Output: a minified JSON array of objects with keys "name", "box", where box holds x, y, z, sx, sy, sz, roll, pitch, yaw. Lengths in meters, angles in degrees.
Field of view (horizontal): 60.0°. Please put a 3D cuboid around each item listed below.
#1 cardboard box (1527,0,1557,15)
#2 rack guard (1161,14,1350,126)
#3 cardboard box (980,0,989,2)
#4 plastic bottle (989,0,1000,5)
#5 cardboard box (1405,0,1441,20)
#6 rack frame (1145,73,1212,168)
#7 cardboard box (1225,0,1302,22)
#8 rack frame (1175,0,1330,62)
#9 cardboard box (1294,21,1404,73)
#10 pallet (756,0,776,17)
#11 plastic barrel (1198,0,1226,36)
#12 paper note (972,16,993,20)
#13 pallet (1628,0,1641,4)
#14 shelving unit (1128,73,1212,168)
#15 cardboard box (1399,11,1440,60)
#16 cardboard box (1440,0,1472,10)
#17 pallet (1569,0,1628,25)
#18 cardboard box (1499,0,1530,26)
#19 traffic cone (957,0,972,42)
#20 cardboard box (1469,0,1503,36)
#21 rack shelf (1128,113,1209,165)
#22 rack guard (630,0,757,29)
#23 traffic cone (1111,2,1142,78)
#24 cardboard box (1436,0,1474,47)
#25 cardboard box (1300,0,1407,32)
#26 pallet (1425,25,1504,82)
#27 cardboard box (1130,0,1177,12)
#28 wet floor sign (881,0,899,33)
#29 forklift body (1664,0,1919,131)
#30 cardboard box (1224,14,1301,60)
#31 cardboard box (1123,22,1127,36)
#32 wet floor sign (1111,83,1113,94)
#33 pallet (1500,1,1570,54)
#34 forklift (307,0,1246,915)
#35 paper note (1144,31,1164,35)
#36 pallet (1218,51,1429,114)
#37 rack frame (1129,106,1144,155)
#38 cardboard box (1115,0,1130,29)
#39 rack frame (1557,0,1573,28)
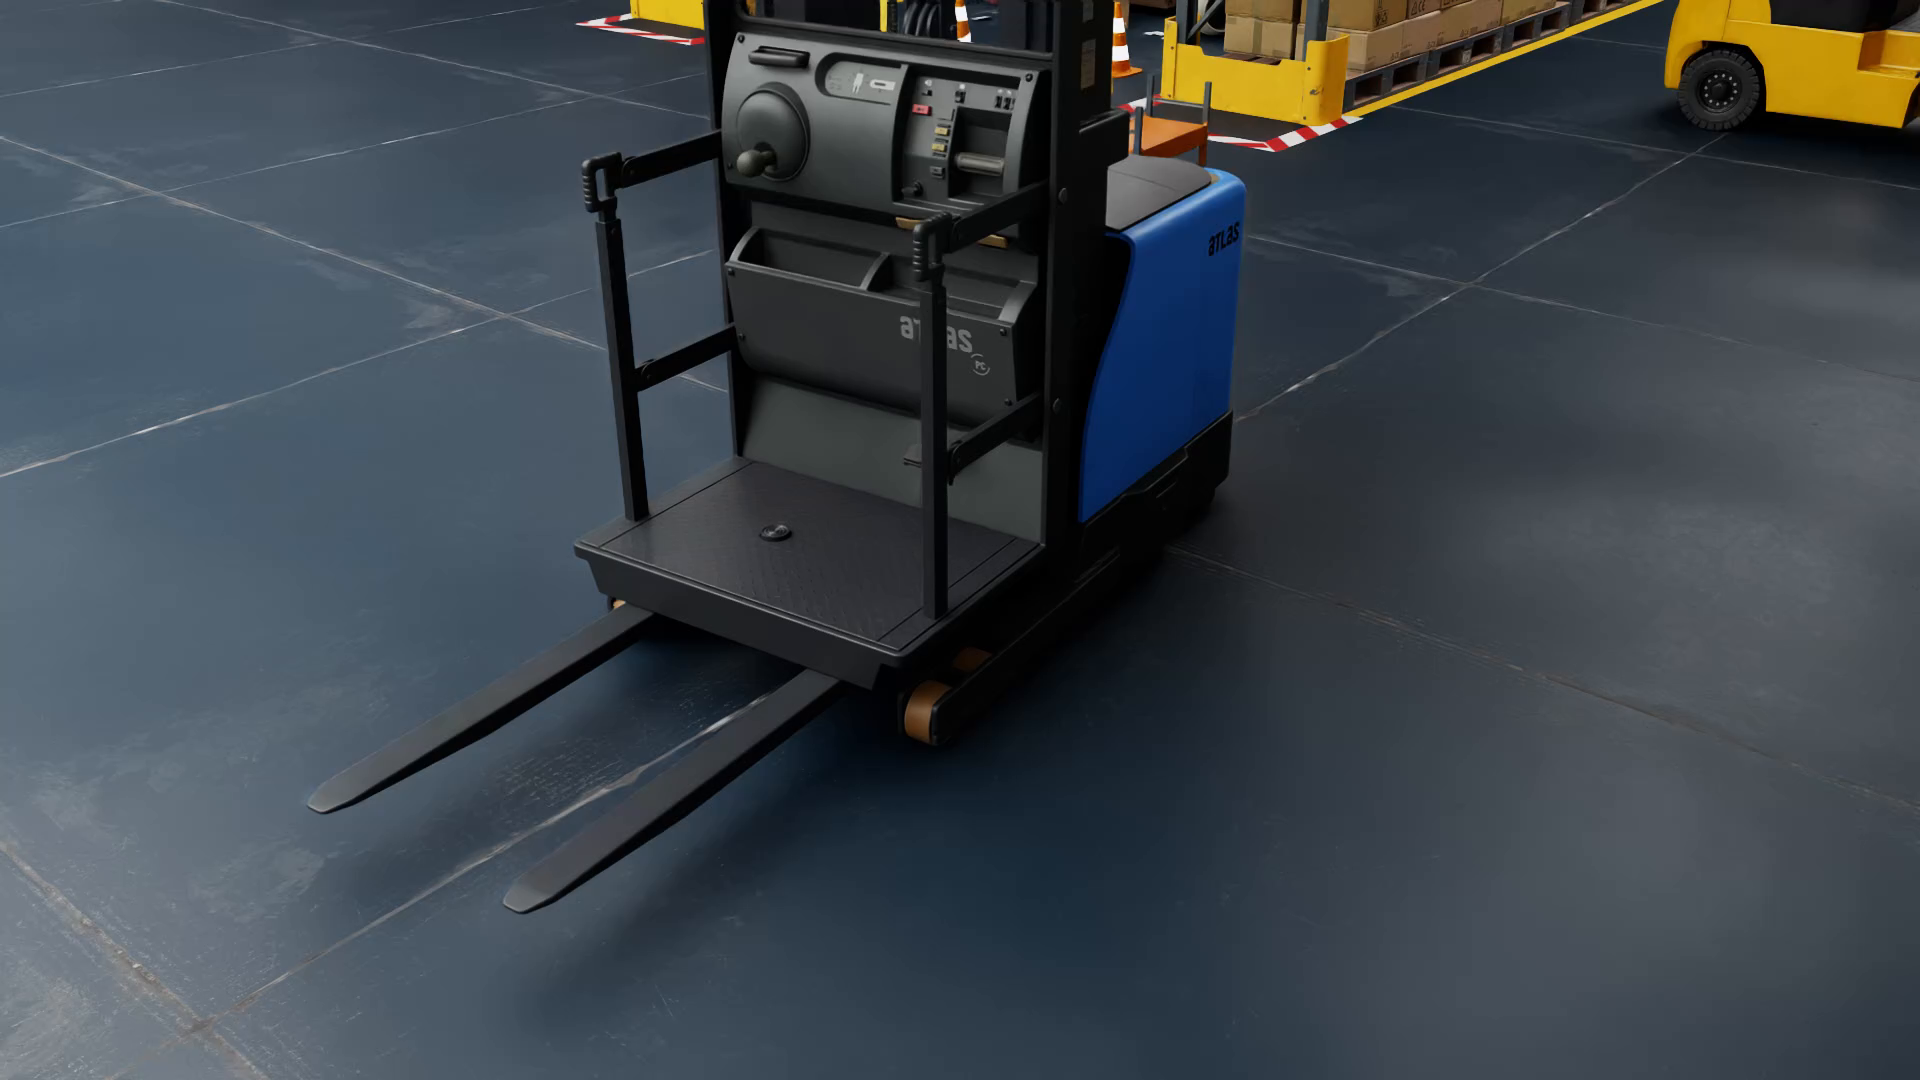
[{"name":"cardboard box","box":[4.159,-4.137,12.518,0.500,0.250,0.500,23,35,37]},{"name":"rack guard","box":[1.831,-2.958,10.424,1.175,0.500,0.348,21,34,34]},{"name":"cardboard box","box":[0.248,-4.911,14.197,0.500,0.500,0.500,-21,34,-35]},{"name":"plastic bottle","box":[0.396,-4.511,13.904,0.283,0.061,0.133,9,29,17]},{"name":"cardboard box","box":[2.853,-3.740,10.935,0.500,0.500,0.500,19,33,33]},{"name":"rack frame","box":[0.747,-1.048,5.969,0.240,1.200,0.015,17,31,30]},{"name":"cardboard box","box":[2.091,-3.700,10.857,0.500,0.500,0.500,21,34,35]},{"name":"rack frame","box":[1.783,-4.042,9.798,1.000,3.000,0.127,21,34,34]},{"name":"cardboard box","box":[2.509,-3.212,10.730,0.500,0.250,0.500,20,34,34]},{"name":"pallet","box":[-1.653,-4.520,13.758,1.003,0.211,1.213,21,34,34]},{"name":"plastic barrel","box":[1.929,-4.072,12.661,0.421,0.421,0.512,-5,28,-9]},{"name":"paper note","box":[0.180,-4.178,13.295,0.142,0.017,0.144,-15,31,-27]},{"name":"pallet","box":[5.597,-4.932,14.554,1.003,0.211,1.213,21,34,34]},{"name":"shelving unit","box":[0.611,-0.958,5.788,0.258,1.200,0.503,17,31,30]},{"name":"cardboard box","box":[2.840,-3.391,11.075,0.500,0.250,0.500,22,35,36]},{"name":"cardboard box","box":[3.179,-3.916,11.274,0.500,0.500,0.500,22,34,35]},{"name":"pallet","box":[4.821,-4.498,13.715,1.003,0.211,1.213,21,34,34]},{"name":"cardboard box","box":[3.828,-3.945,12.147,0.500,0.250,0.500,20,33,33]},{"name":"traffic cone","box":[-0.012,-3.648,11.798,0.336,0.463,0.334,21,34,34]},{"name":"cardboard box","box":[3.501,-3.766,11.801,0.500,0.250,0.500,21,34,35]},{"name":"rack shelf","box":[0.615,-1.310,5.612,0.258,0.148,0.480,17,31,30]},{"name":"rack guard","box":[-2.116,-4.334,13.083,1.175,0.500,0.348,21,34,34]},{"name":"traffic cone","box":[1.061,-3.444,11.404,0.336,0.463,0.334,21,34,34]},{"name":"cardboard box","box":[3.177,-3.588,11.457,0.500,0.250,0.500,24,35,38]},{"name":"cardboard box","box":[2.524,-3.554,10.574,0.500,0.500,0.500,19,33,33]},{"name":"pallet","box":[3.152,-3.538,11.860,1.003,0.211,1.213,21,34,34]},{"name":"cardboard box","box":[1.535,-4.690,13.620,0.797,0.637,0.503,21,34,34]},{"name":"wet floor sign","box":[-0.591,-3.818,11.928,0.267,0.644,0.232,15,31,26]},{"name":"forklift body","box":[5.414,-3.421,9.522,2.313,2.155,1.214,21,34,34]},{"name":"cardboard box","box":[2.105,-3.381,11.056,0.500,0.250,0.500,21,34,34]},{"name":"cardboard box","box":[1.058,-3.830,12.492,0.250,0.149,0.380,-10,29,-18]},{"name":"wet floor sign","box":[0.836,-3.241,10.813,0.232,0.644,0.267,-15,31,-27]},{"name":"pallet","box":[3.927,-3.973,12.700,1.003,0.211,1.213,21,34,34]},{"name":"forklift","box":[-0.332,-1.024,4.040,1.130,2.935,3.031,17,32,29]},{"name":"paper note","box":[1.504,-3.892,12.753,0.142,0.019,0.148,-15,31,-27]},{"name":"pallet","box":[2.375,-3.108,11.028,1.003,0.211,1.213,21,34,34]},{"name":"rack frame","box":[0.475,-0.869,5.606,0.240,1.200,0.015,17,31,30]},{"name":"cardboard box","box":[0.947,-4.295,13.006,0.797,0.503,0.637,0,27,0]},{"name":"rack frame","box":[4.327,-5.460,12.539,1.000,3.000,0.127,21,34,34]}]
